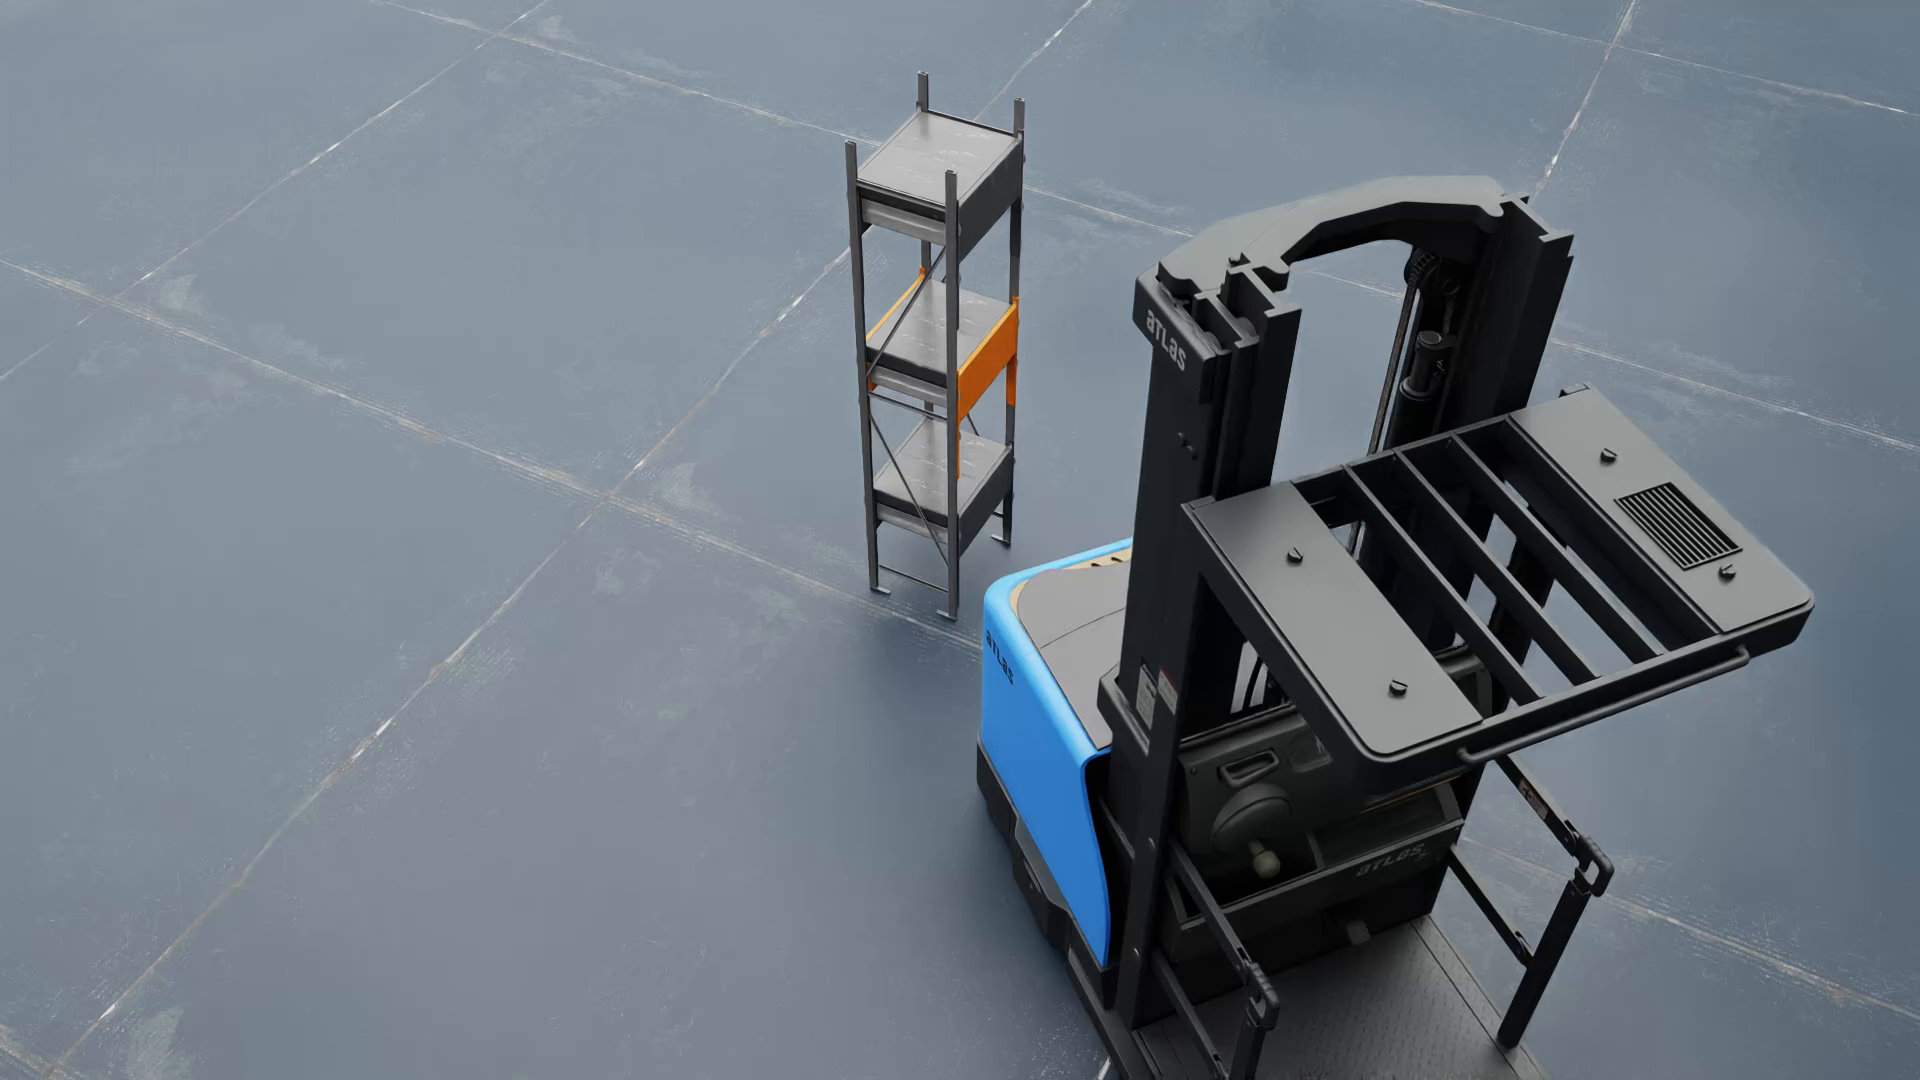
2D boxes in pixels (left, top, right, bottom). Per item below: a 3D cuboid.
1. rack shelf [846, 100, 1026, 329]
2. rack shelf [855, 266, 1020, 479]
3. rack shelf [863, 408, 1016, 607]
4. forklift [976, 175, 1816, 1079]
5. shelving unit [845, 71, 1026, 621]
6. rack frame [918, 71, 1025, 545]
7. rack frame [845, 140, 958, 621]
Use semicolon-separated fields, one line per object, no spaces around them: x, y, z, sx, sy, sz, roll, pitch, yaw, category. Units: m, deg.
-0.077;-1.116;5.692;0.431;0.518;0.480;20;49;19;rack shelf
-0.077;-0.624;6.190;0.431;0.518;0.480;20;49;19;rack shelf
-0.077;-0.132;6.688;0.431;0.518;0.480;20;49;19;rack shelf
1.096;0.697;4.281;1.130;2.935;3.031;-17;48;-16;forklift
-0.077;-0.634;6.180;0.431;2.100;0.503;20;49;19;shelving unit
0.036;-0.788;6.332;0.400;2.100;0.015;20;49;19;rack frame
-0.190;-0.480;6.028;0.400;2.100;0.015;20;49;19;rack frame
